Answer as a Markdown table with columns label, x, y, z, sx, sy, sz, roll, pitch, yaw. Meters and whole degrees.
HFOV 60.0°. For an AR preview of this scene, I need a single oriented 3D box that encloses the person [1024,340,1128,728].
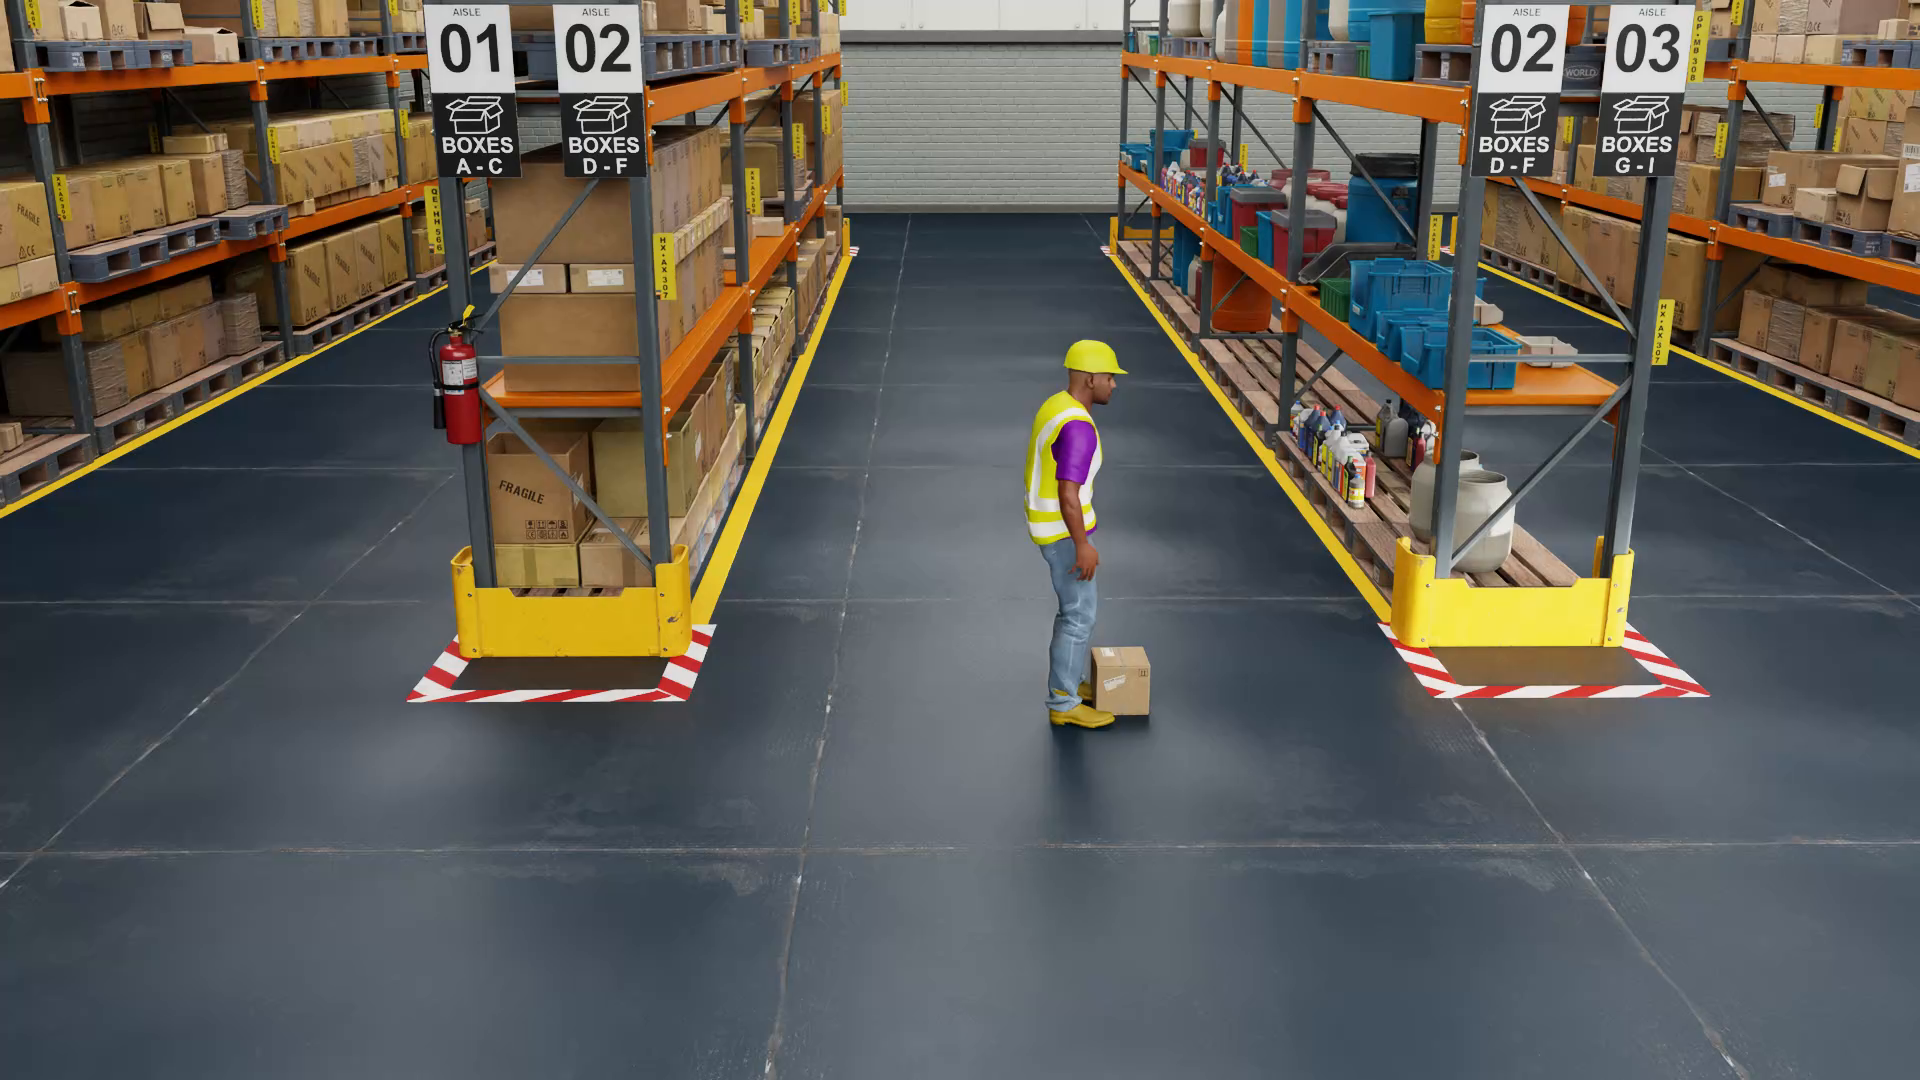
| label | x | y | z | sx | sy | sz | roll | pitch | yaw |
| --- | --- | --- | --- | --- | --- | --- | --- | --- | --- |
| person | 0.526 | -0.045 | 7.661 | 0.458 | 1.760 | 0.626 | -1 | 17 | -3 |
